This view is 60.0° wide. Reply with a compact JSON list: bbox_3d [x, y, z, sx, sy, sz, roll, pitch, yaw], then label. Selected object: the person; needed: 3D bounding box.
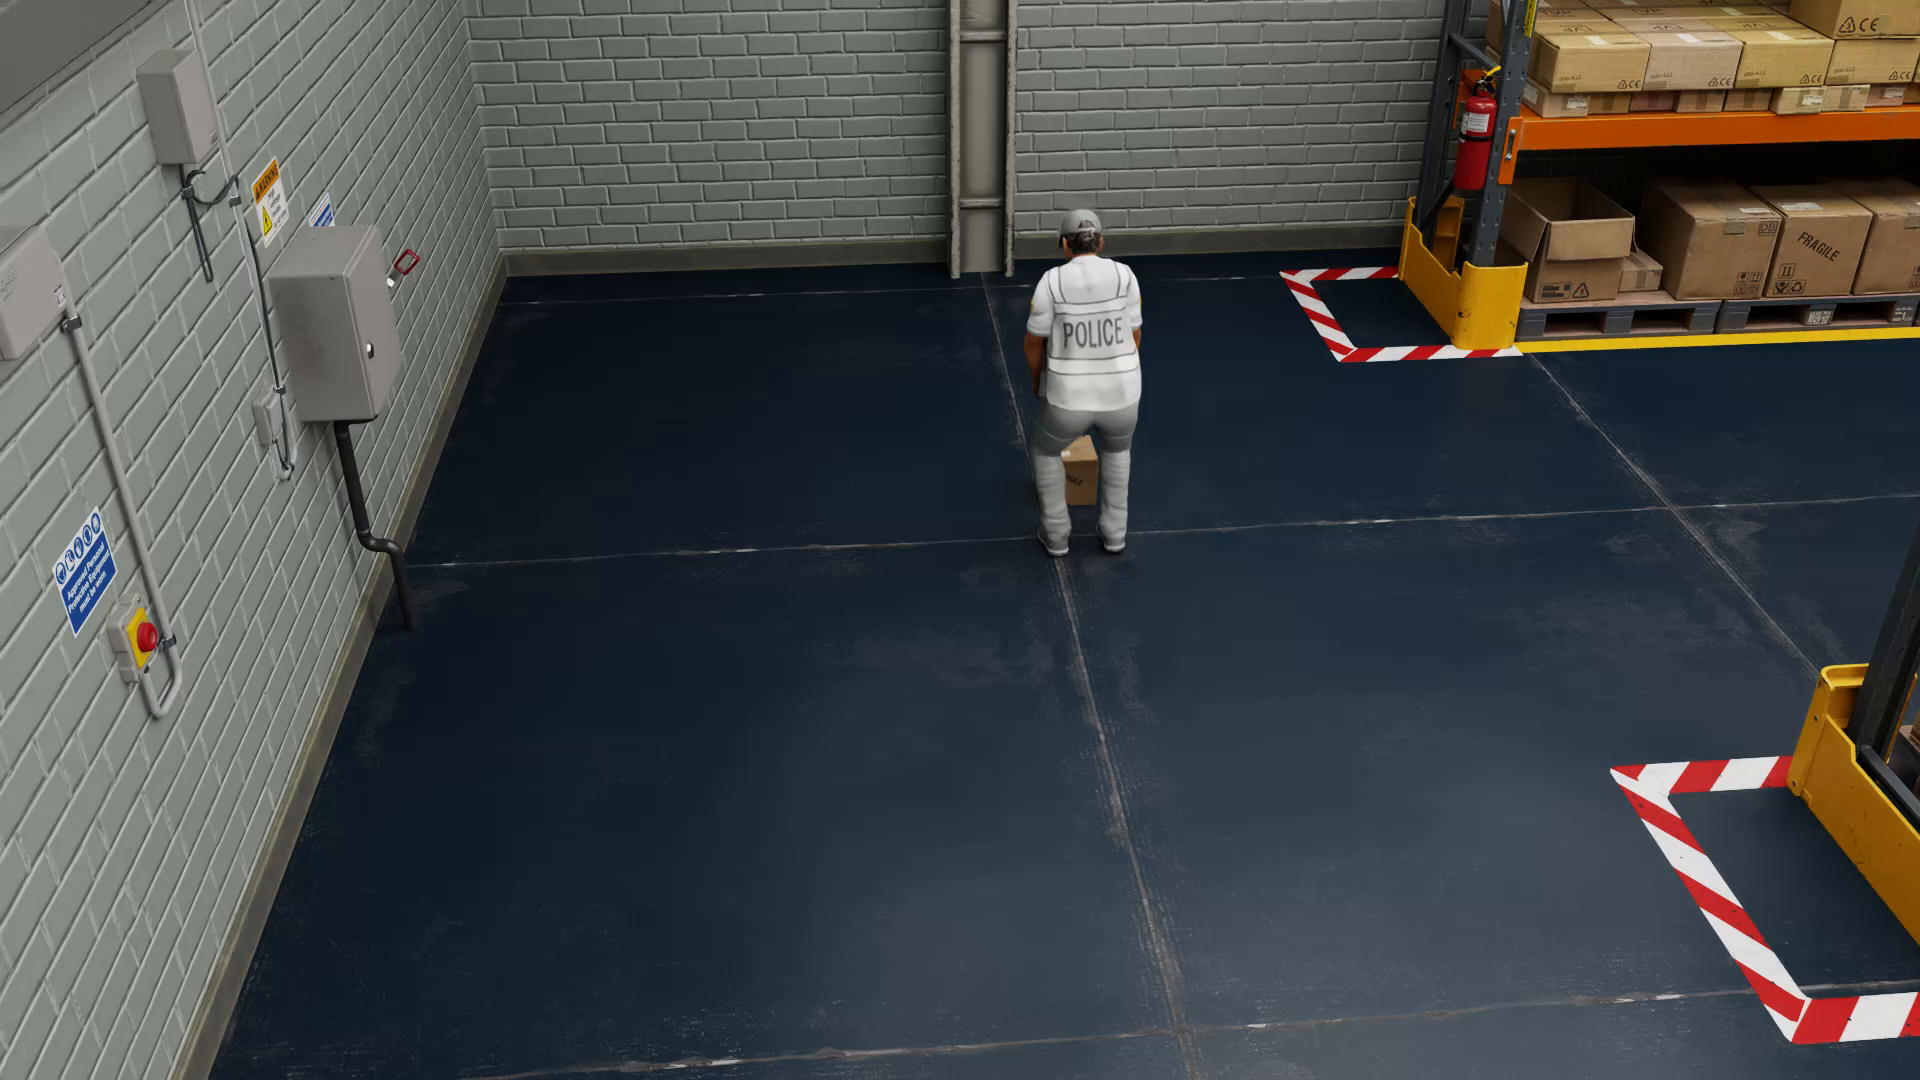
[{"bbox_3d":[0.533,-0.659,7.332,0.515,1.559,0.571,-2,31,-3],"label":"person"}]
